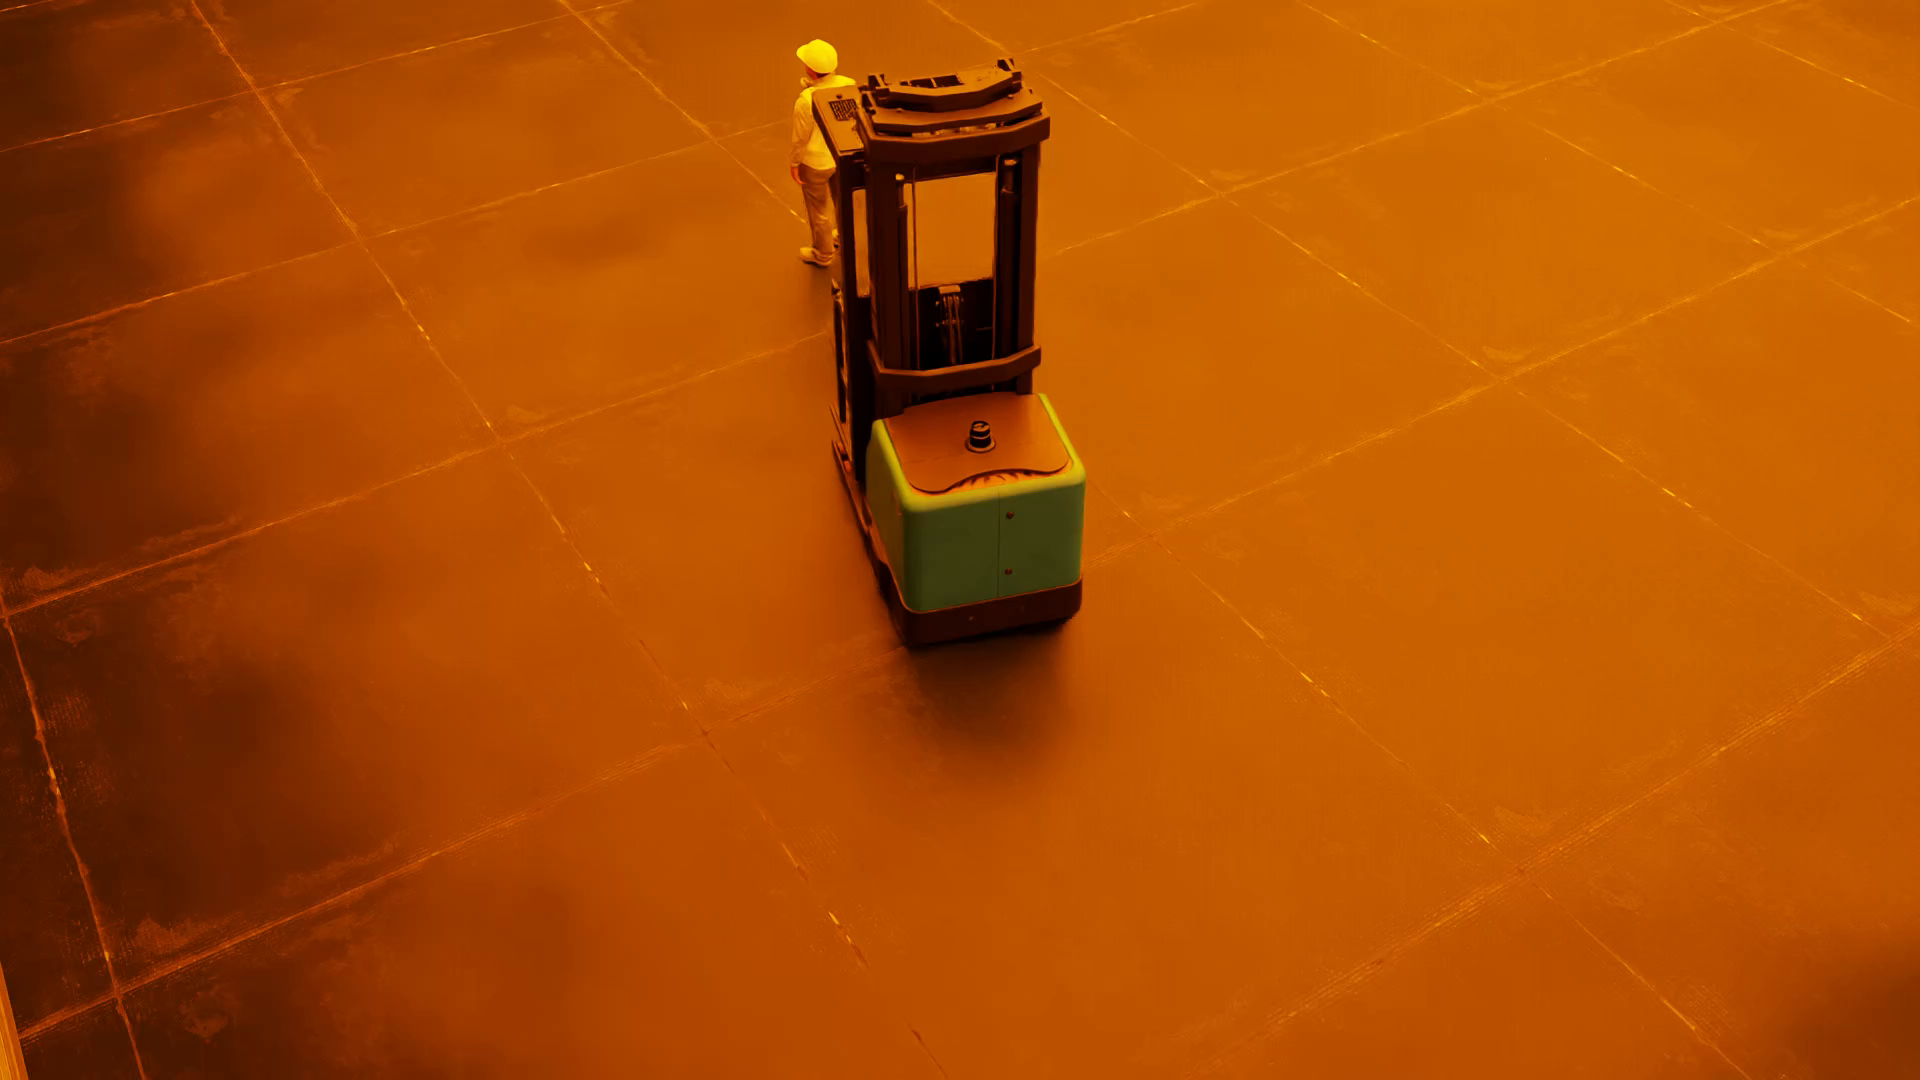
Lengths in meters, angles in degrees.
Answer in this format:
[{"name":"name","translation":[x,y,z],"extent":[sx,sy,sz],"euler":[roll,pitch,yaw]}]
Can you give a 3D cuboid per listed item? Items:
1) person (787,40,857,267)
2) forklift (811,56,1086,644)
[{"name":"person","translation":[-0.995,-2.781,11.935],"extent":[0.619,1.785,0.528],"euler":[-28,48,-28]},{"name":"forklift","translation":[-0.186,-1.502,9.589],"extent":[1.130,2.935,3.031],"euler":[-10,42,-11]}]
